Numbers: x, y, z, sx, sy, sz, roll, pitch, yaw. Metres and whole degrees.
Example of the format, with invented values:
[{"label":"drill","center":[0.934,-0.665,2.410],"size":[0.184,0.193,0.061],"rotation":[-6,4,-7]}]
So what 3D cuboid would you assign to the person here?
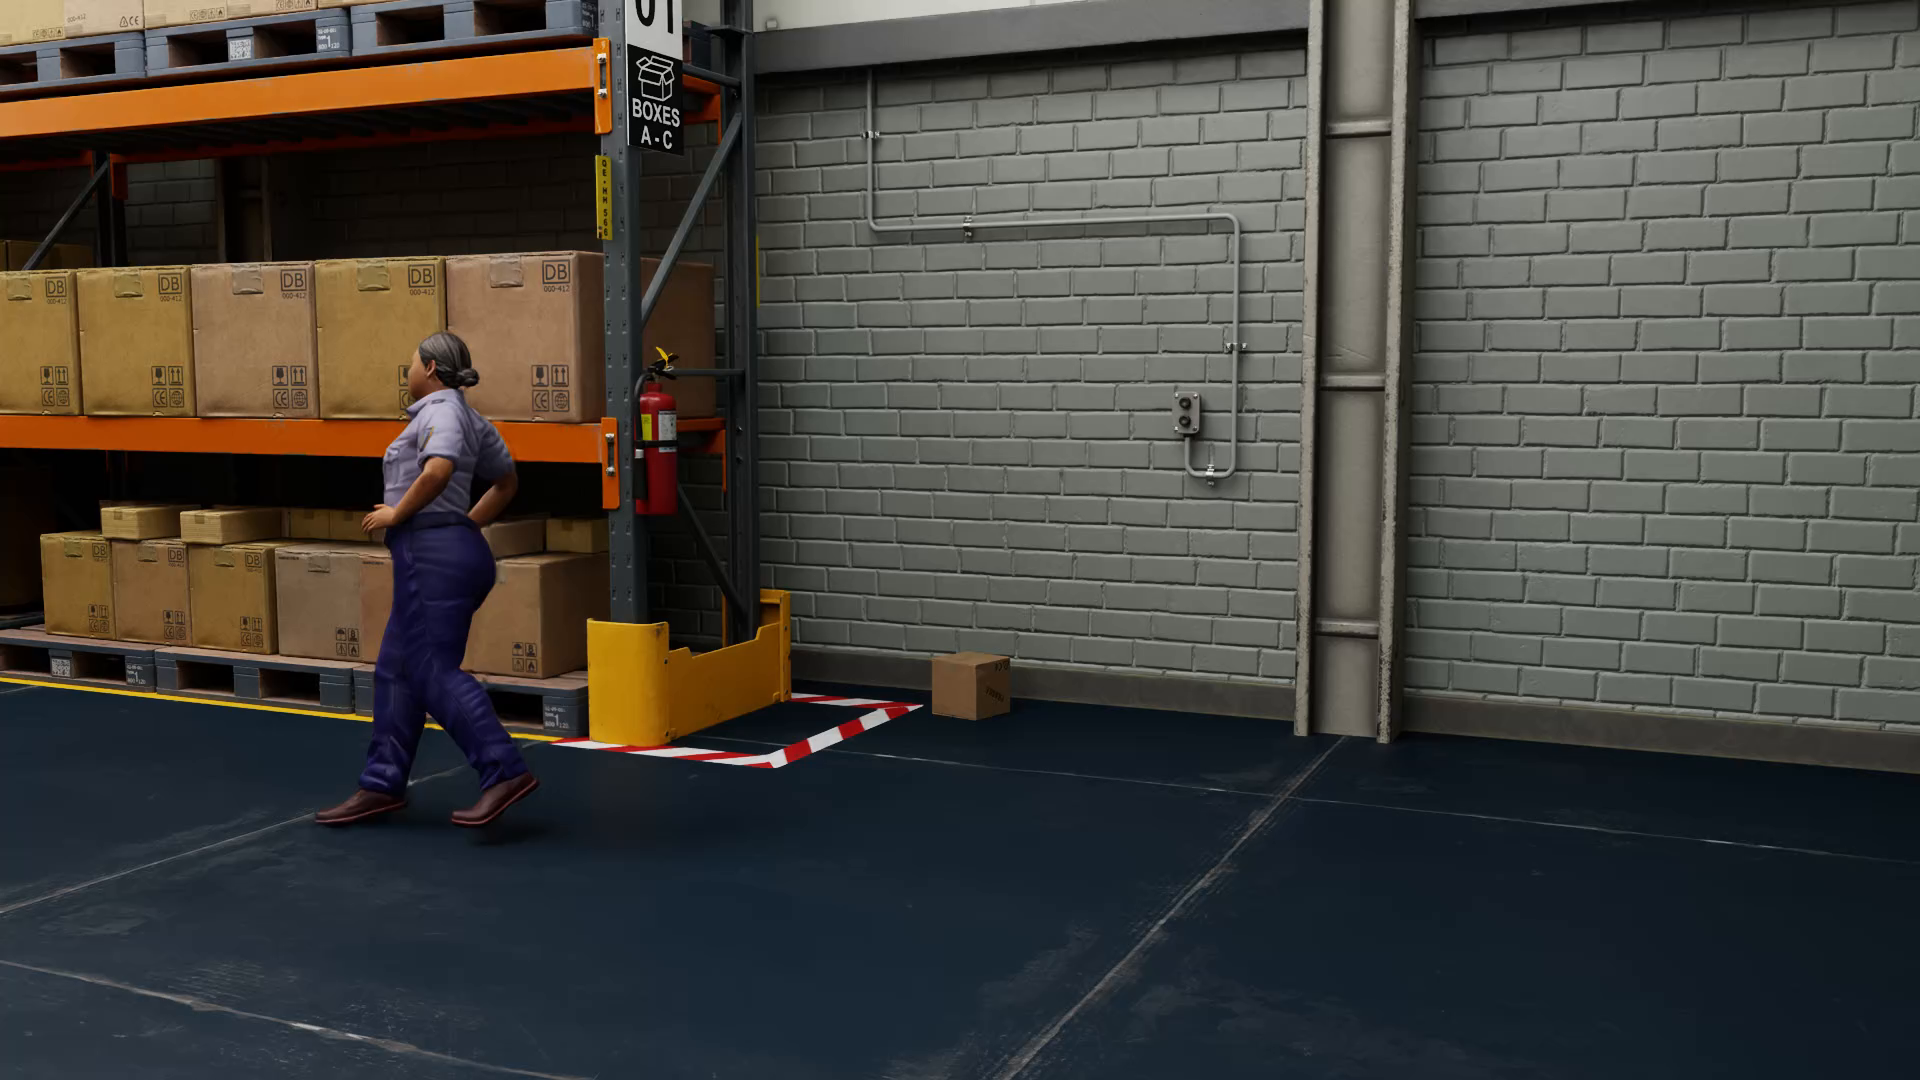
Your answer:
[{"label":"person","center":[-1.772,0.133,5.597],"size":[0.784,1.636,0.722],"rotation":[0,6,-1]}]
